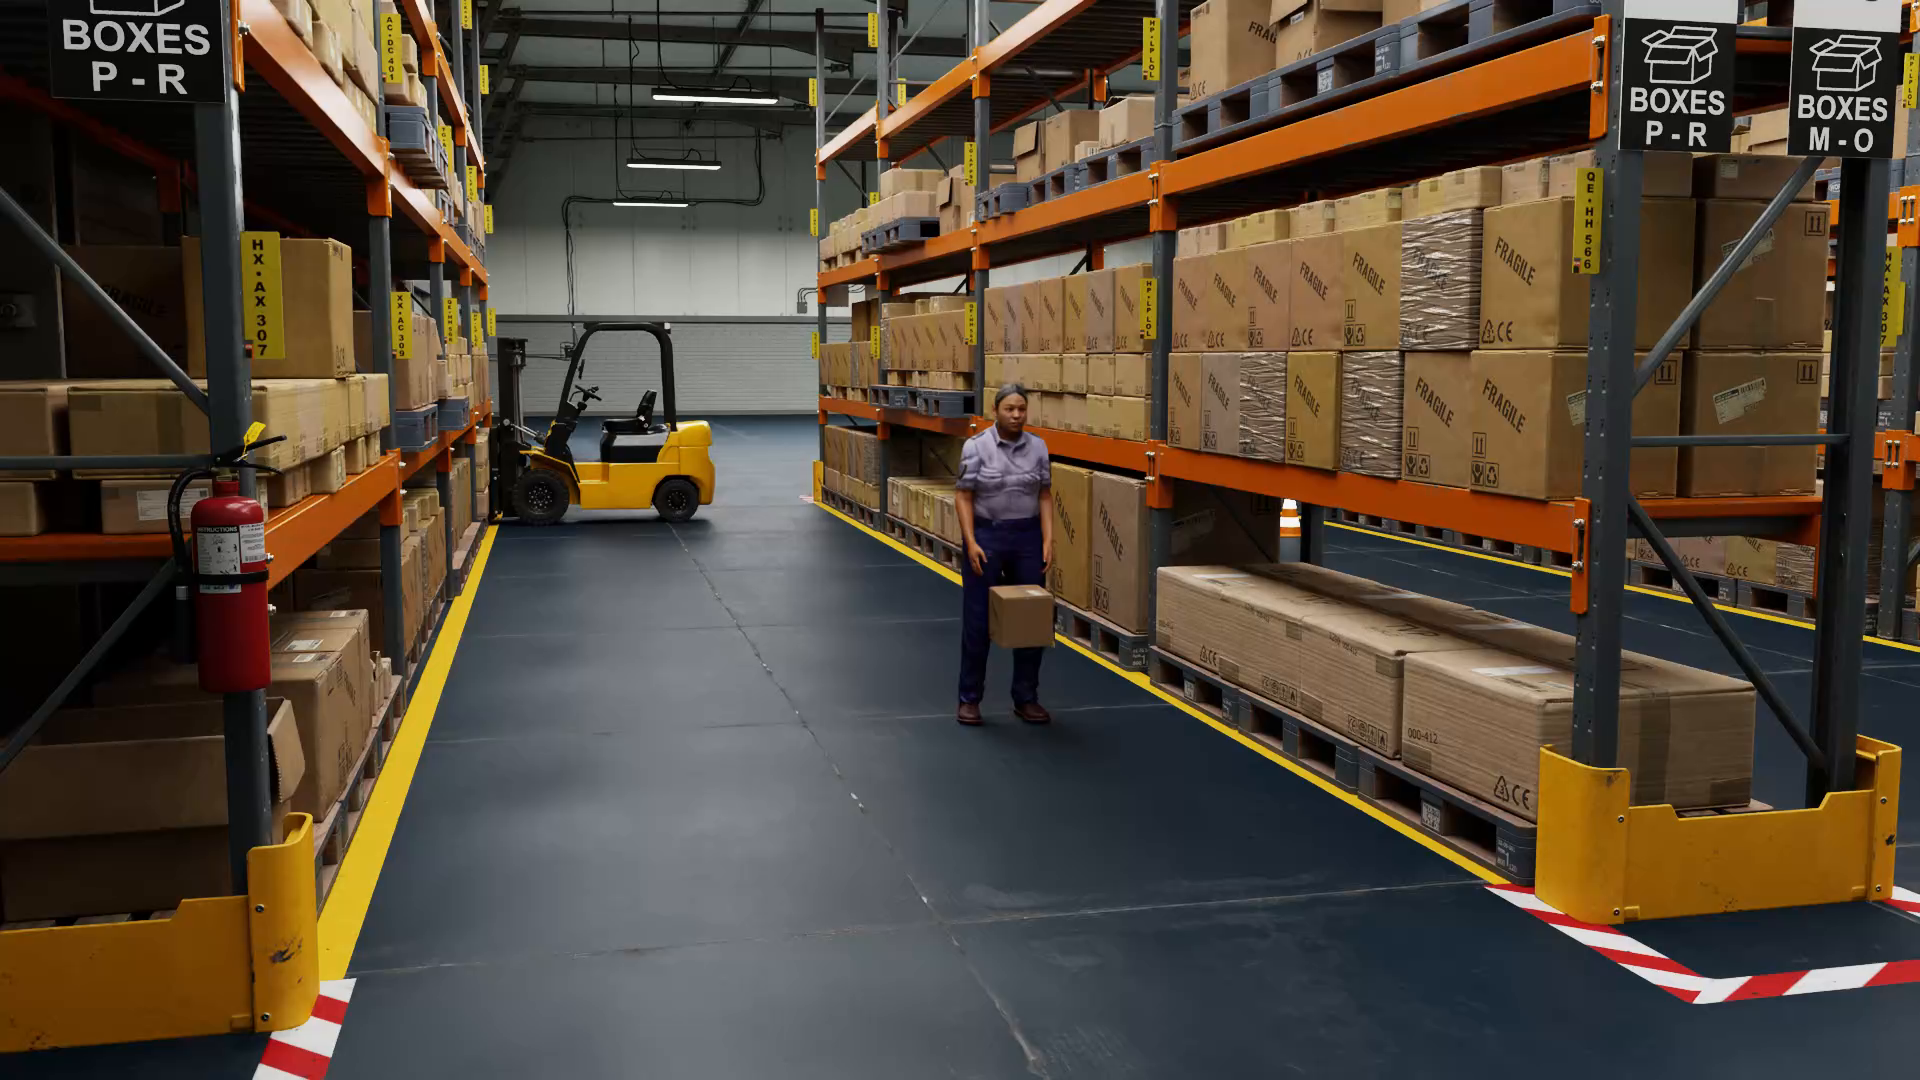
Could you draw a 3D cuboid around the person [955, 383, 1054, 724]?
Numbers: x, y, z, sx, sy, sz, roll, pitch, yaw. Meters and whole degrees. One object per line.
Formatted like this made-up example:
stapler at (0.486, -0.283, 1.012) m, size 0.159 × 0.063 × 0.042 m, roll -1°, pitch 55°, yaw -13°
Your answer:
person at (0.224, 0.058, 8.171) m, size 0.524 × 1.655 × 0.421 m, roll -2°, pitch 6°, yaw -15°
